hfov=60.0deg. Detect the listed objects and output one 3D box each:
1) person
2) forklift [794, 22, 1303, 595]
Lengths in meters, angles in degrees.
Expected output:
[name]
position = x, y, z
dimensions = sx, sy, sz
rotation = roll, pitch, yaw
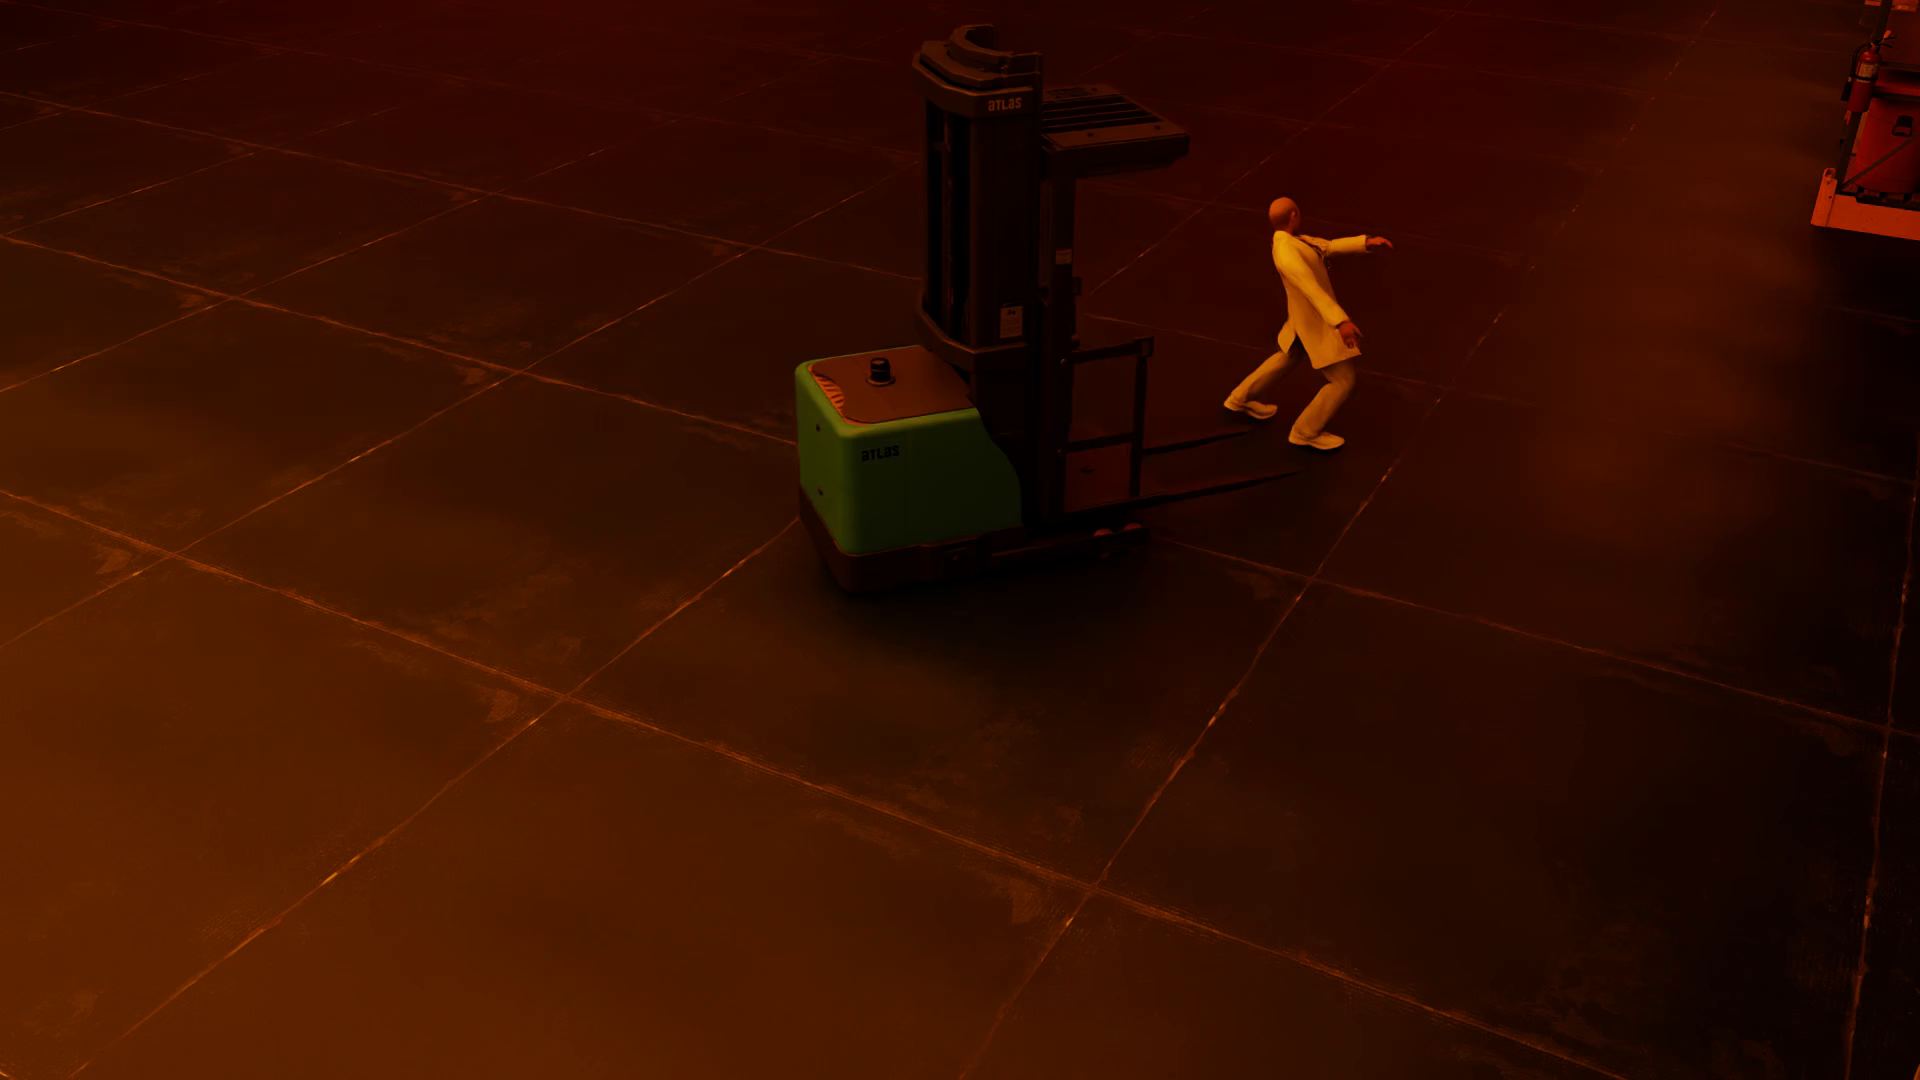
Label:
[person]
position = 2.324, -1.350, 10.775
dimensions = 0.915, 1.542, 0.944
rotation = -5, 30, -9
[forklift]
position = 0.597, -1.406, 9.506
dimensions = 3.031, 2.935, 1.130
rotation = -11, 32, -18
